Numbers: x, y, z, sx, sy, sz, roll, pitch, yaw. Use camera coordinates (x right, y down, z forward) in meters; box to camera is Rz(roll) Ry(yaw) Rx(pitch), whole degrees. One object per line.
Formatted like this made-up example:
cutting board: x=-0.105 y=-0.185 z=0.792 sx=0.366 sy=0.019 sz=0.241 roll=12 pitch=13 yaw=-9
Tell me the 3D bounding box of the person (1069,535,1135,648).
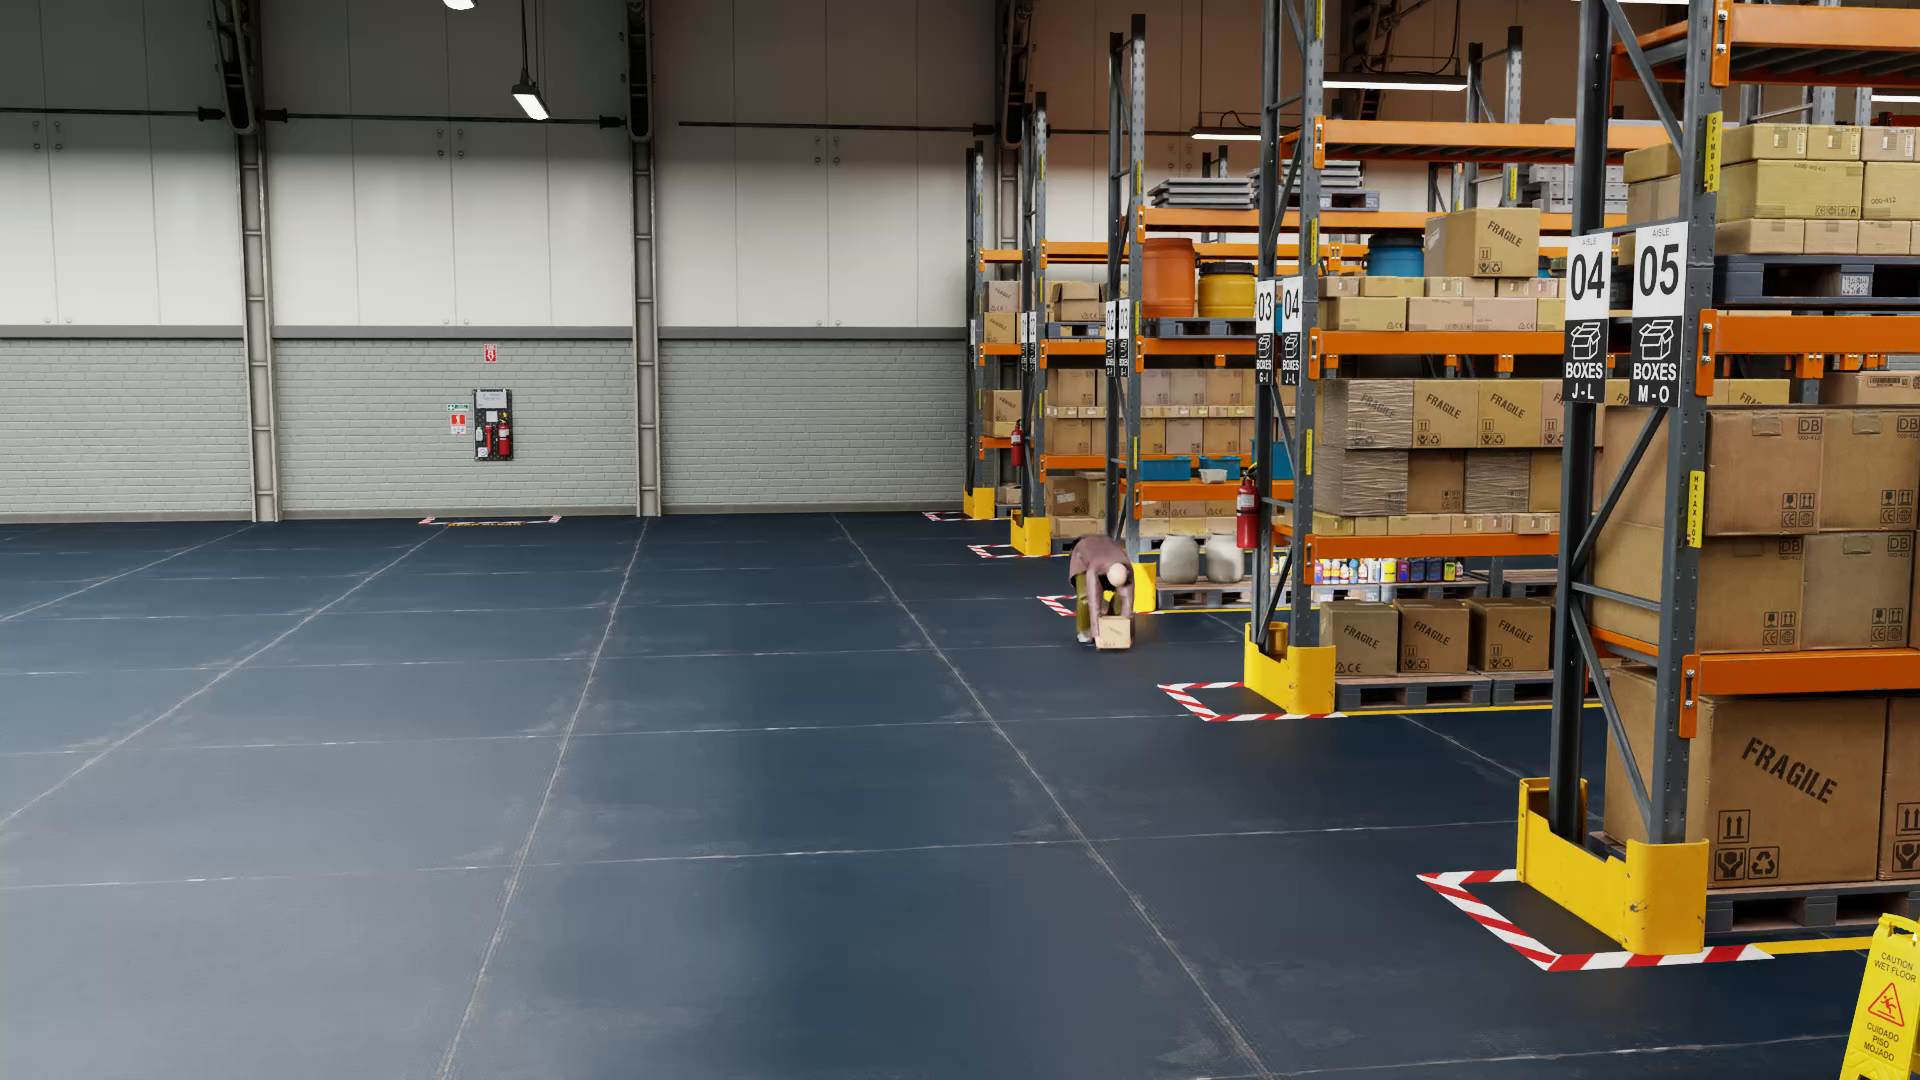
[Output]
person: x=1.313 y=0.464 z=15.186 sx=0.585 sy=0.981 sz=0.942 roll=-1 pitch=6 yaw=-11
